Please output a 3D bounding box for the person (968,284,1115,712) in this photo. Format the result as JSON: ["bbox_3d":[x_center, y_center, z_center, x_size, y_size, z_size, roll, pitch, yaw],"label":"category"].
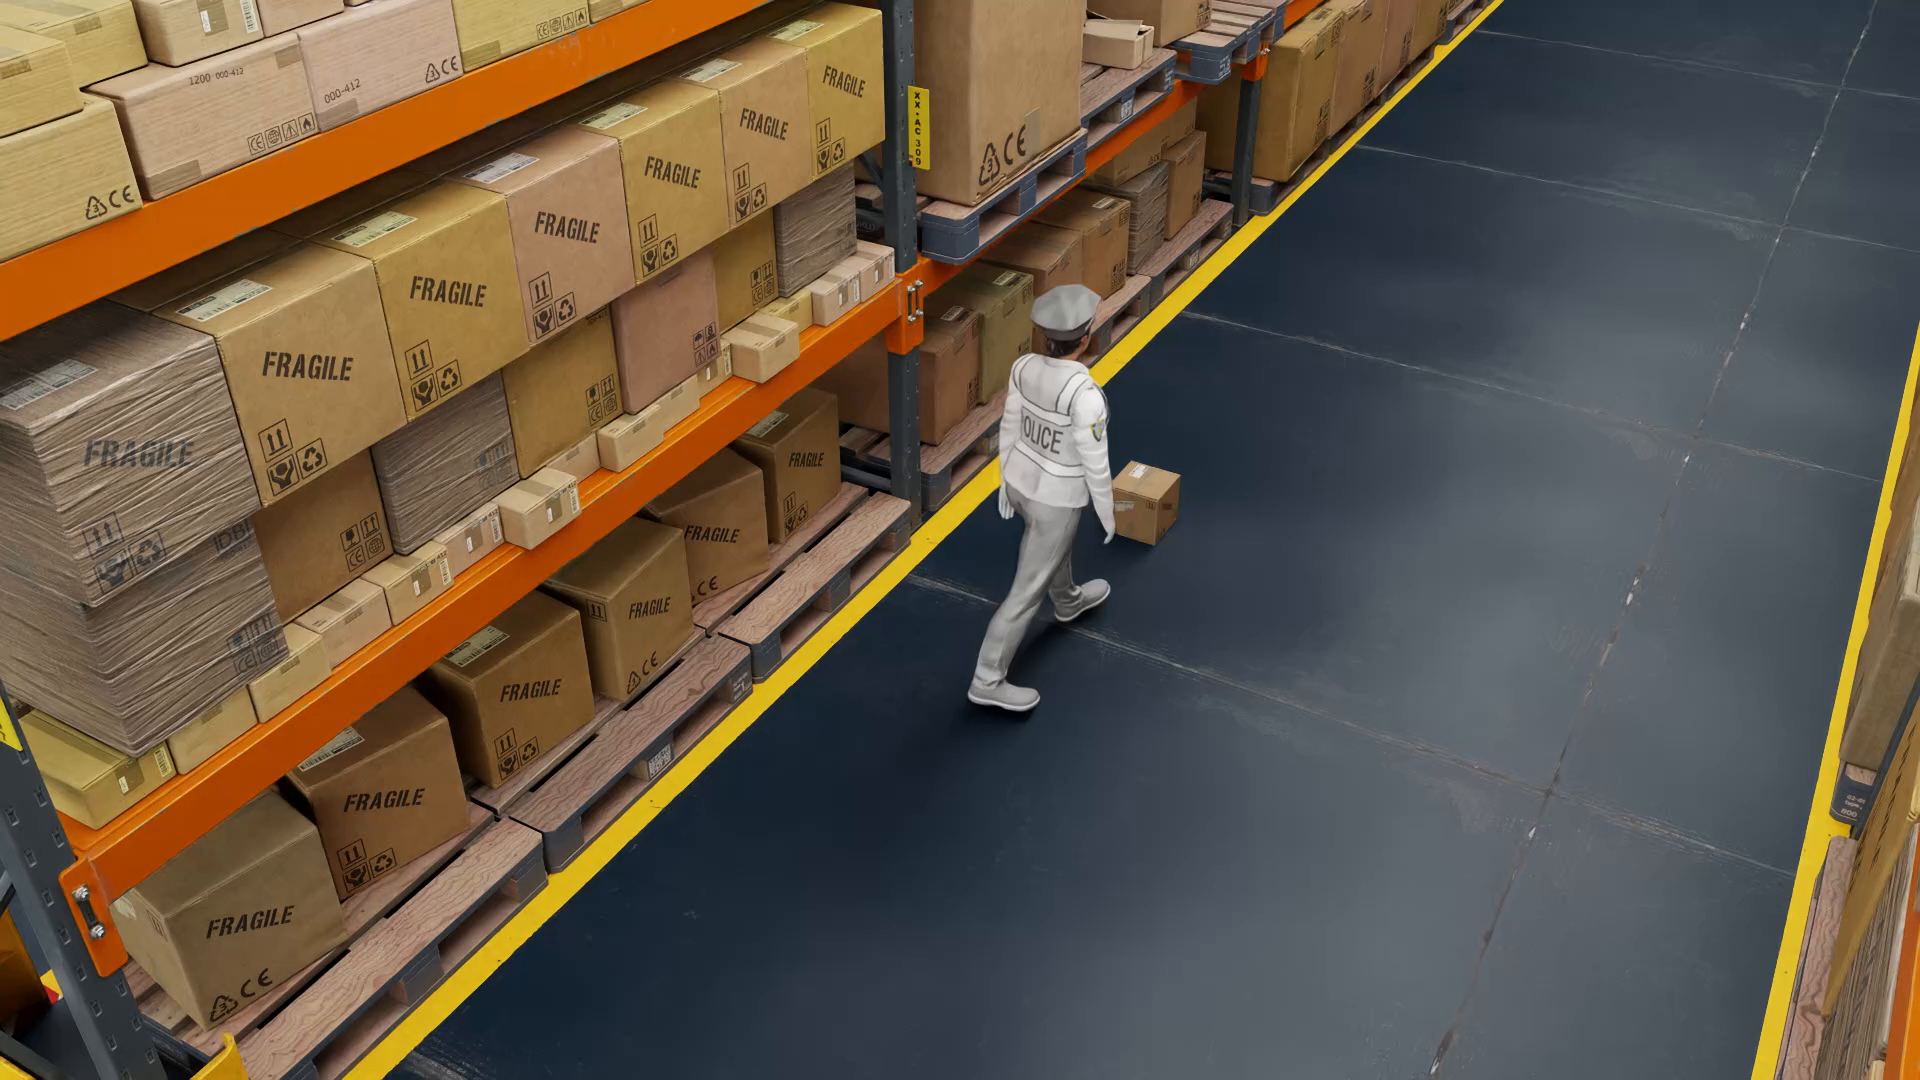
[{"bbox_3d":[0.363,-0.190,6.409,0.919,1.627,0.525,-20,39,-27],"label":"person"}]
